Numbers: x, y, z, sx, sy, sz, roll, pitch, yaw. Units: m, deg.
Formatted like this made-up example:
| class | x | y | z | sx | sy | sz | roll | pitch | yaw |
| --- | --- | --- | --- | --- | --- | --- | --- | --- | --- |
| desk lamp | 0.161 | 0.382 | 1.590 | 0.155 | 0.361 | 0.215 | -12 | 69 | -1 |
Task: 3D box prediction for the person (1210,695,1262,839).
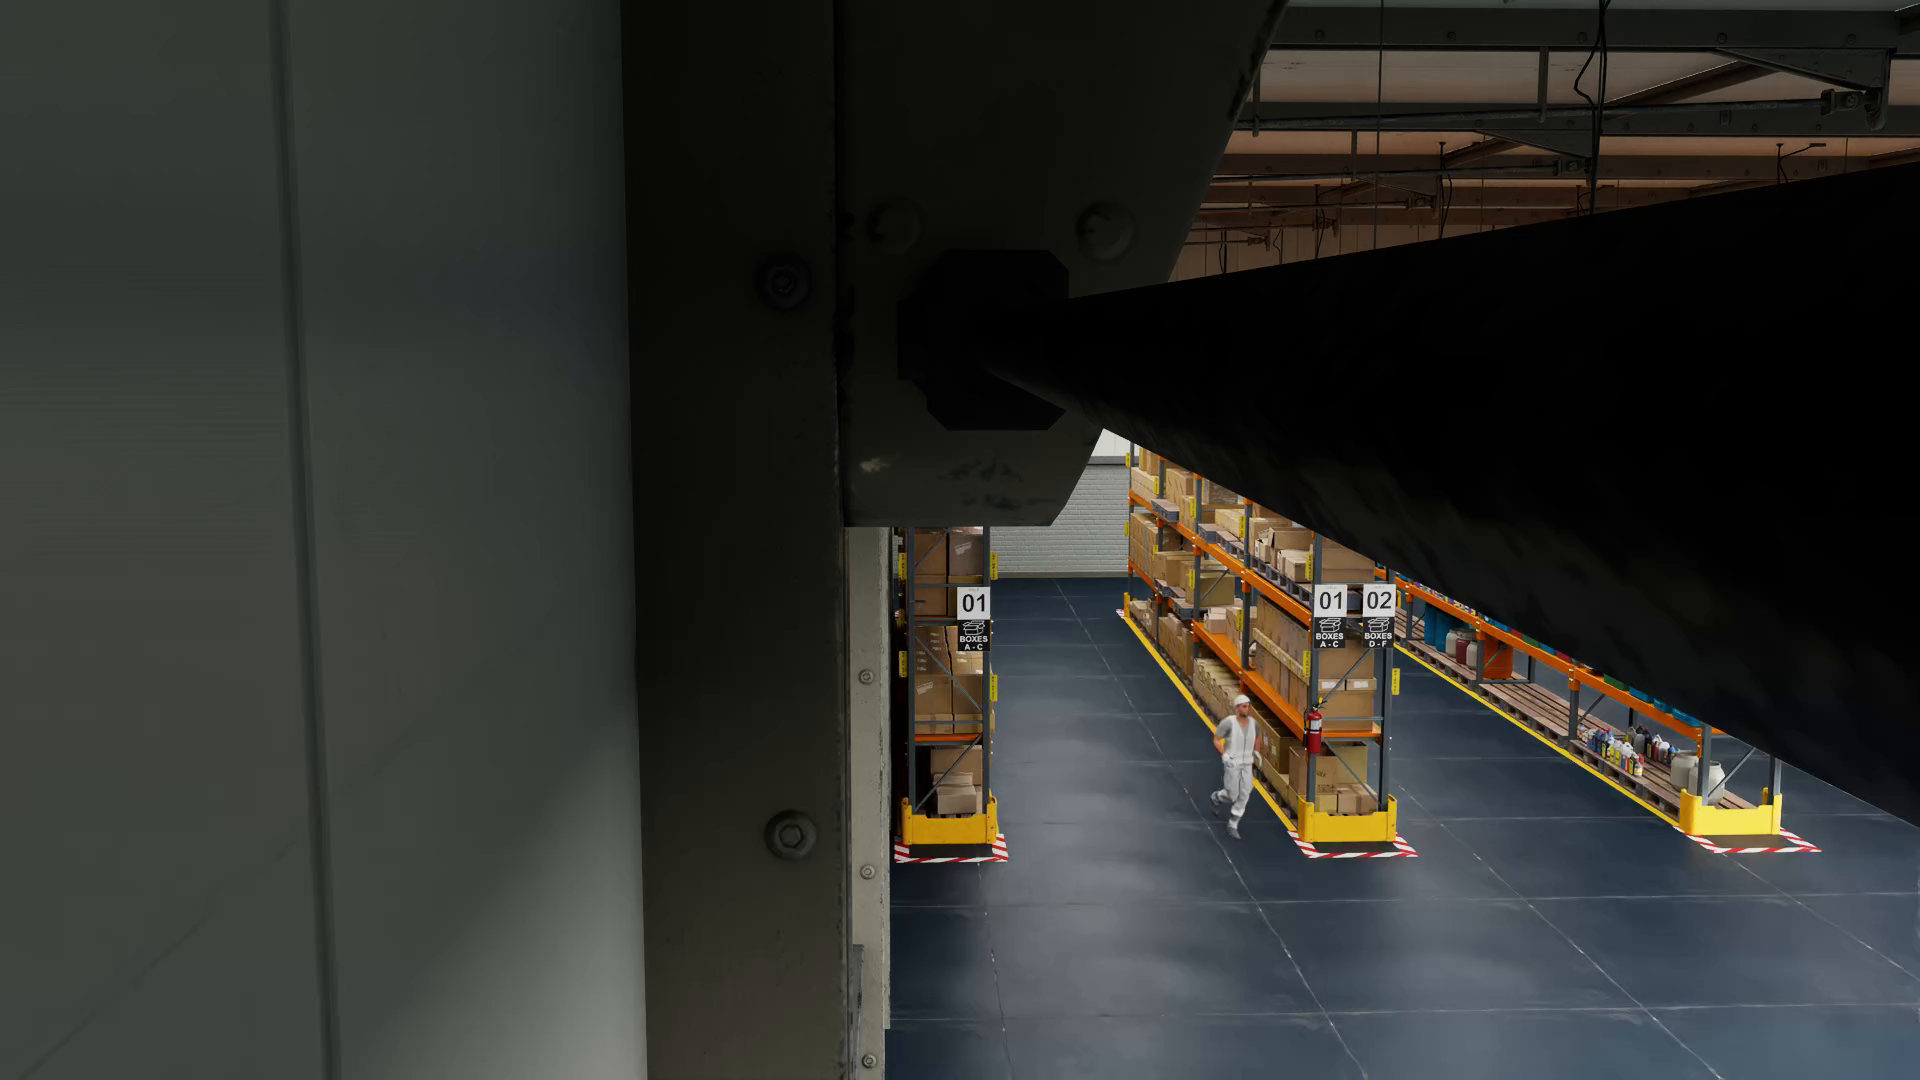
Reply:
| class | x | y | z | sx | sy | sz | roll | pitch | yaw |
| --- | --- | --- | --- | --- | --- | --- | --- | --- | --- |
| person | 3.502 | 2.811 | 20.936 | 0.676 | 1.761 | 0.727 | -3 | 8 | -21 |
